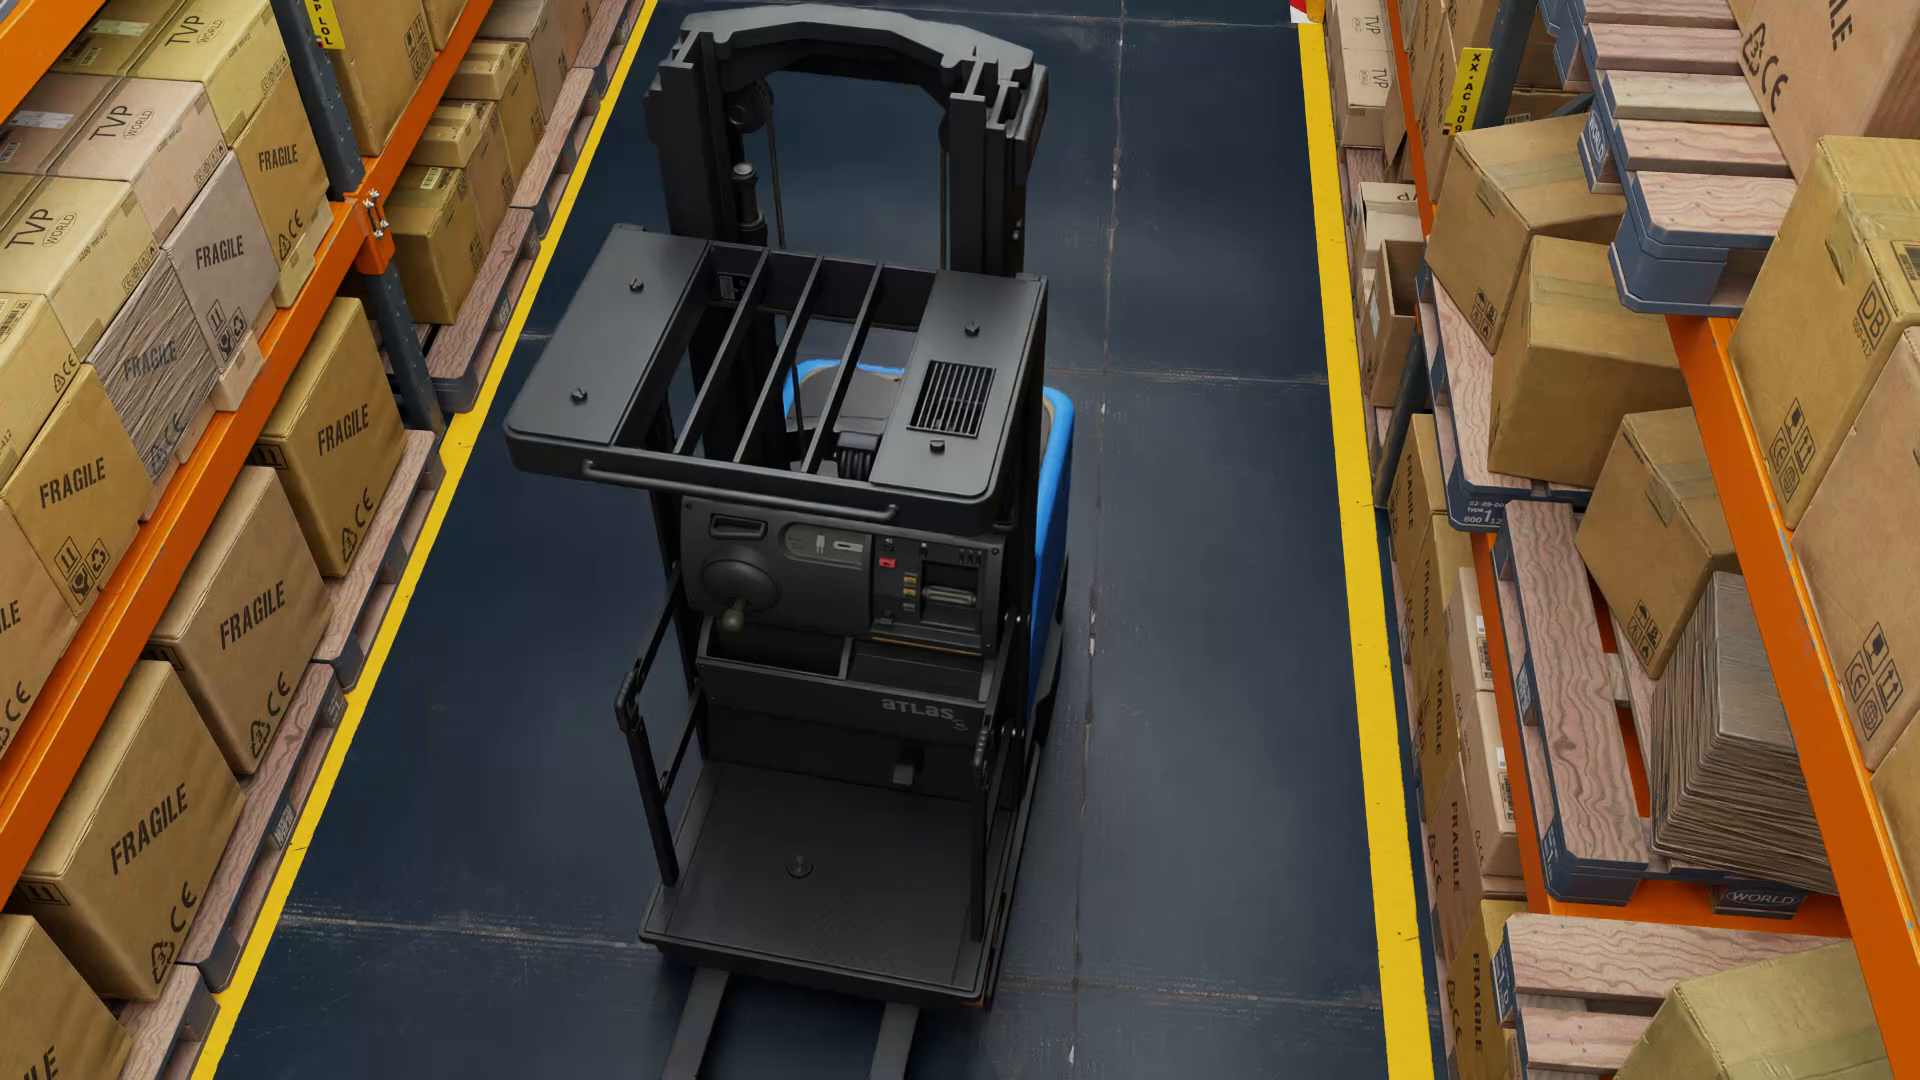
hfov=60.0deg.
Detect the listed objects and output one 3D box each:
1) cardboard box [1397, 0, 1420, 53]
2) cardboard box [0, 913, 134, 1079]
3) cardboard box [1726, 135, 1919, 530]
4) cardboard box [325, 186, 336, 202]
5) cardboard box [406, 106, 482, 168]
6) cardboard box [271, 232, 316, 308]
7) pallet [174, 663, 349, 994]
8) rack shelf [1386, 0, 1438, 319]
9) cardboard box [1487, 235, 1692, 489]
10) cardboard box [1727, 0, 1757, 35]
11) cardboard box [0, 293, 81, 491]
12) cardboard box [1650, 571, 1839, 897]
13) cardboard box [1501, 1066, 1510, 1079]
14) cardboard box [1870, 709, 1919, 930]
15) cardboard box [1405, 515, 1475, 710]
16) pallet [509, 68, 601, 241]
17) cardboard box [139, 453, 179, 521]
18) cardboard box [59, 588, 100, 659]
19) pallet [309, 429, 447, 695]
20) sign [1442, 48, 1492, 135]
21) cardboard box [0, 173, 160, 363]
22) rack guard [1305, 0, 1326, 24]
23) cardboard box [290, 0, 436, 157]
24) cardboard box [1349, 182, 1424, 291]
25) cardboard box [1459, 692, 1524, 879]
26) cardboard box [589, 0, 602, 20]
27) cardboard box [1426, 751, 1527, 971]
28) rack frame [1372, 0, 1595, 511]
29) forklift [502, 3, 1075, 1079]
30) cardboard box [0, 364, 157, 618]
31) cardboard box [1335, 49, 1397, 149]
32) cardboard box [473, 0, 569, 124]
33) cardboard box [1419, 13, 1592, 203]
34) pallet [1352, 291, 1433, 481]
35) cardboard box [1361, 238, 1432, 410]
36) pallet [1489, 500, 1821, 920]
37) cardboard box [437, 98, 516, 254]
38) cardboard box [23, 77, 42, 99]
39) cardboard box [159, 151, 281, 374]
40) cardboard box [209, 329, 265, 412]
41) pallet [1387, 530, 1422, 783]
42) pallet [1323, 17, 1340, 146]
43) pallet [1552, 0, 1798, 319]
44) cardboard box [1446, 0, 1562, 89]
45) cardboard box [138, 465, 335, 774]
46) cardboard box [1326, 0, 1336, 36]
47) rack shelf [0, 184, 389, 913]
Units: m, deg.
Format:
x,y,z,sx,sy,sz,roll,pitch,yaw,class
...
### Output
x,y,z,sx,sy,sz,roll,pitch,yaw,class
2.093,-2.325,6.776,0.500,0.500,0.500,5,48,4,cardboard box
-2.887,1.511,4.507,0.750,0.750,0.750,3,48,3,cardboard box
1.949,-0.337,2.924,0.910,0.500,0.500,4,48,4,cardboard box
-2.761,-1.447,7.010,0.380,0.149,0.250,4,48,3,cardboard box
-2.337,-1.779,7.315,0.380,0.149,0.250,5,48,5,cardboard box
-2.469,-0.948,5.741,0.380,0.149,0.250,5,48,4,cardboard box
-2.824,0.932,5.755,1.003,0.211,1.213,4,48,4,pallet
2.395,-2.377,7.379,1.077,0.370,4.000,4,48,4,rack shelf
1.948,-0.483,4.807,0.700,0.500,0.500,11,48,10,cardboard box
2.055,-1.514,3.649,0.600,0.600,0.600,3,48,3,cardboard box
-2.657,-0.390,4.282,0.500,0.250,0.500,3,48,3,cardboard box
2.067,0.484,3.922,0.700,0.500,0.500,12,49,11,cardboard box
1.700,1.781,4.484,0.500,0.500,0.500,6,48,5,cardboard box
1.855,0.420,2.232,0.910,0.500,0.500,4,48,4,cardboard box
1.889,0.277,5.860,0.500,0.500,0.500,4,48,4,cardboard box
-2.465,-1.992,8.429,1.003,0.211,1.213,4,48,4,pallet
-2.629,-0.204,5.061,0.380,0.149,0.250,3,48,2,cardboard box
-2.695,0.183,4.707,0.380,0.149,0.250,4,48,4,cardboard box
-2.716,0.033,6.577,1.003,0.211,1.213,4,48,4,pallet
1.672,-1.473,5.478,0.100,0.325,0.005,4,48,4,sign
-2.611,-0.764,4.625,0.500,0.250,0.500,5,48,4,cardboard box
2.571,-3.190,9.329,1.175,0.500,0.348,4,48,4,rack guard
-2.655,-1.979,6.324,0.980,0.700,0.700,5,48,4,cardboard box
2.051,-1.380,7.503,0.500,0.311,0.500,4,48,4,cardboard box
1.790,0.735,4.933,0.500,0.250,0.500,3,48,3,cardboard box
-2.320,-3.197,9.050,0.700,0.500,0.500,4,48,4,cardboard box
1.789,1.015,5.185,0.500,0.500,0.500,2,48,2,cardboard box
2.213,-1.150,5.769,1.000,3.000,0.127,4,48,4,rack frame
-0.380,0.210,4.572,1.130,2.935,3.031,8,48,8,forklift
-2.643,-0.154,4.575,0.500,0.500,0.500,5,48,5,cardboard box
2.154,-2.195,8.290,0.500,0.250,0.500,4,48,4,cardboard box
-2.411,-2.459,8.376,0.700,0.500,0.500,2,48,2,cardboard box
2.003,-1.568,6.084,0.500,0.500,0.500,5,48,4,cardboard box
2.277,-0.713,7.260,1.003,0.211,1.213,4,48,4,pallet
1.982,-0.893,6.929,0.500,0.500,0.500,4,48,4,cardboard box
2.021,0.425,4.459,1.003,0.211,1.213,4,48,4,pallet
-2.501,-1.690,7.672,0.700,0.500,0.500,3,48,3,cardboard box
-3.063,-1.169,4.995,0.500,0.250,0.500,4,48,4,cardboard box
-2.548,-0.890,5.248,0.500,0.500,0.500,4,48,4,cardboard box
-2.503,-0.562,5.388,0.380,0.149,0.250,4,48,4,cardboard box
2.177,0.391,6.249,1.003,0.211,1.213,4,48,4,pallet
2.499,-2.506,8.900,1.003,0.211,1.213,4,48,4,pallet
1.992,-0.862,3.600,1.213,0.211,1.003,4,48,4,pallet
2.001,-1.910,5.719,0.500,0.500,0.500,4,48,4,cardboard box
-2.728,0.243,5.667,0.750,0.750,0.750,5,48,5,cardboard box
2.174,-2.813,8.912,0.380,0.166,0.250,4,48,4,cardboard box
-2.903,0.232,4.993,1.077,0.370,4.000,4,48,4,rack shelf
